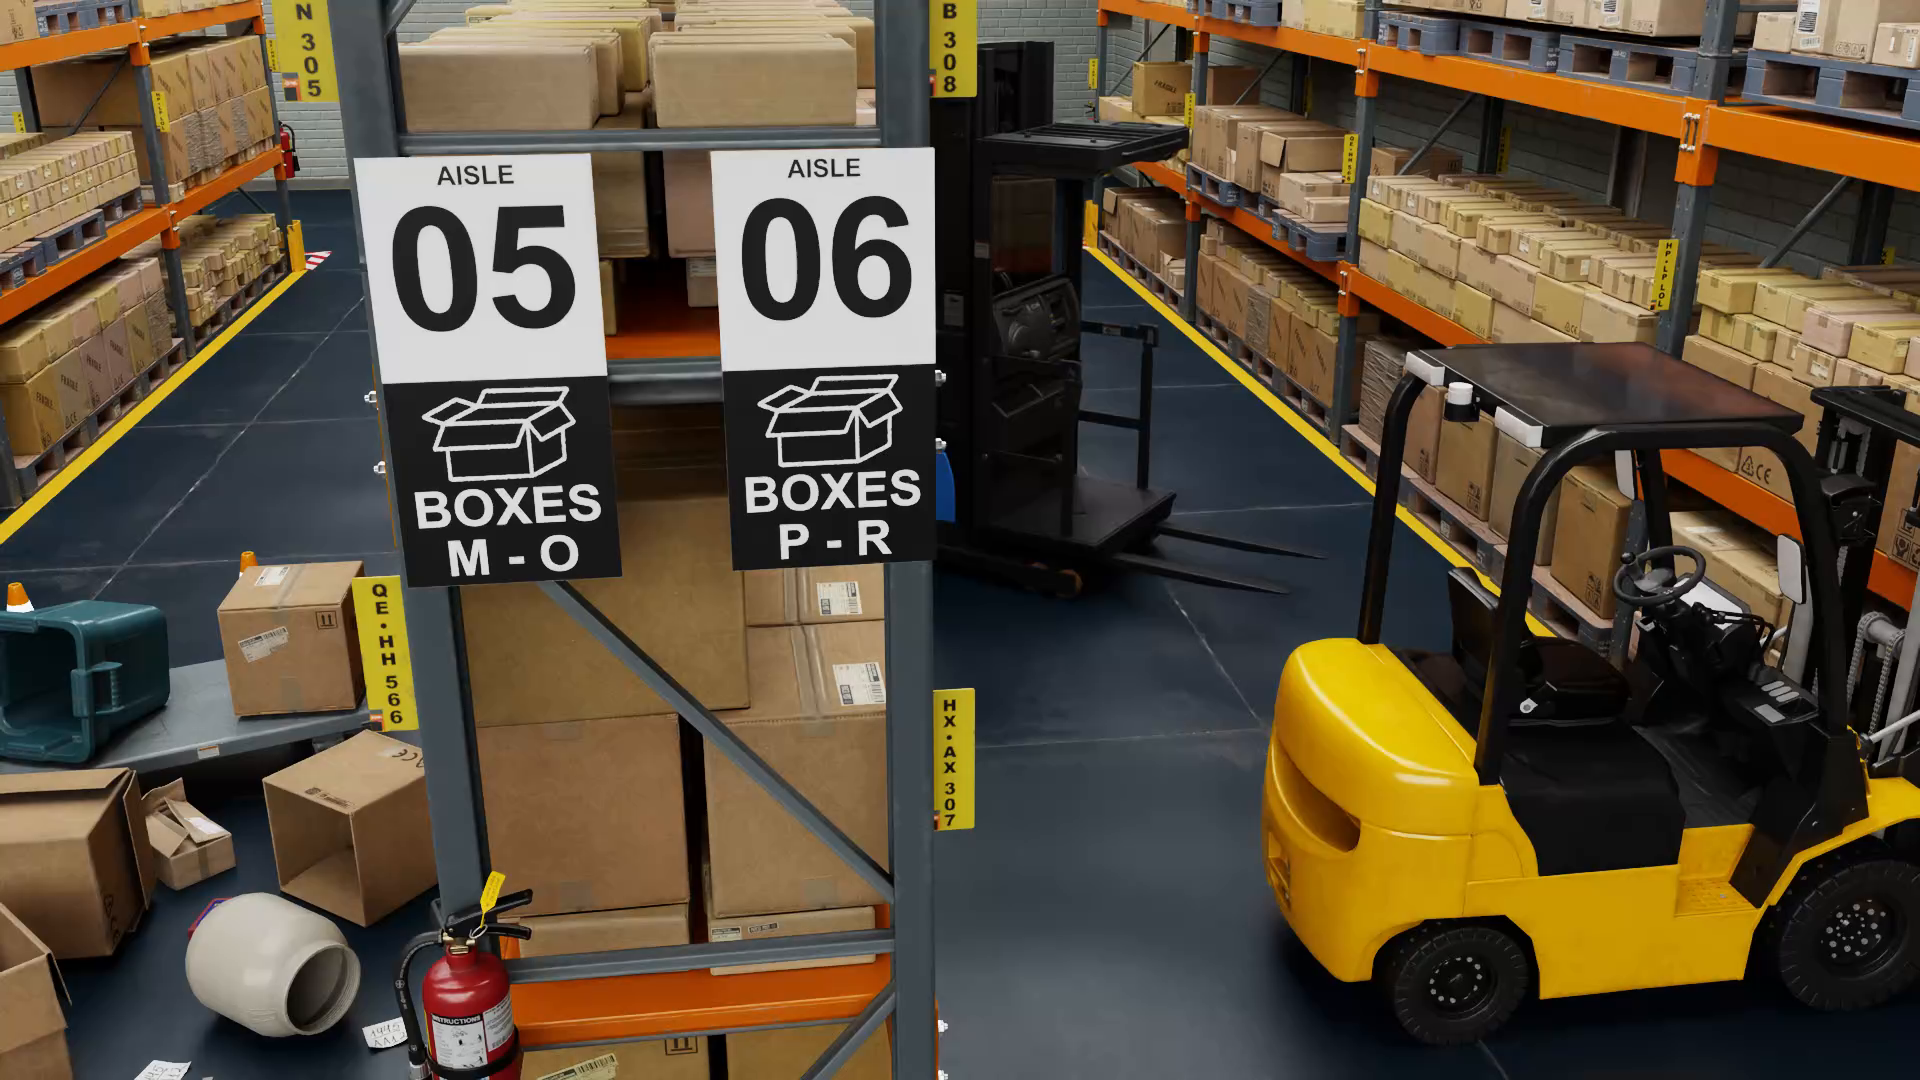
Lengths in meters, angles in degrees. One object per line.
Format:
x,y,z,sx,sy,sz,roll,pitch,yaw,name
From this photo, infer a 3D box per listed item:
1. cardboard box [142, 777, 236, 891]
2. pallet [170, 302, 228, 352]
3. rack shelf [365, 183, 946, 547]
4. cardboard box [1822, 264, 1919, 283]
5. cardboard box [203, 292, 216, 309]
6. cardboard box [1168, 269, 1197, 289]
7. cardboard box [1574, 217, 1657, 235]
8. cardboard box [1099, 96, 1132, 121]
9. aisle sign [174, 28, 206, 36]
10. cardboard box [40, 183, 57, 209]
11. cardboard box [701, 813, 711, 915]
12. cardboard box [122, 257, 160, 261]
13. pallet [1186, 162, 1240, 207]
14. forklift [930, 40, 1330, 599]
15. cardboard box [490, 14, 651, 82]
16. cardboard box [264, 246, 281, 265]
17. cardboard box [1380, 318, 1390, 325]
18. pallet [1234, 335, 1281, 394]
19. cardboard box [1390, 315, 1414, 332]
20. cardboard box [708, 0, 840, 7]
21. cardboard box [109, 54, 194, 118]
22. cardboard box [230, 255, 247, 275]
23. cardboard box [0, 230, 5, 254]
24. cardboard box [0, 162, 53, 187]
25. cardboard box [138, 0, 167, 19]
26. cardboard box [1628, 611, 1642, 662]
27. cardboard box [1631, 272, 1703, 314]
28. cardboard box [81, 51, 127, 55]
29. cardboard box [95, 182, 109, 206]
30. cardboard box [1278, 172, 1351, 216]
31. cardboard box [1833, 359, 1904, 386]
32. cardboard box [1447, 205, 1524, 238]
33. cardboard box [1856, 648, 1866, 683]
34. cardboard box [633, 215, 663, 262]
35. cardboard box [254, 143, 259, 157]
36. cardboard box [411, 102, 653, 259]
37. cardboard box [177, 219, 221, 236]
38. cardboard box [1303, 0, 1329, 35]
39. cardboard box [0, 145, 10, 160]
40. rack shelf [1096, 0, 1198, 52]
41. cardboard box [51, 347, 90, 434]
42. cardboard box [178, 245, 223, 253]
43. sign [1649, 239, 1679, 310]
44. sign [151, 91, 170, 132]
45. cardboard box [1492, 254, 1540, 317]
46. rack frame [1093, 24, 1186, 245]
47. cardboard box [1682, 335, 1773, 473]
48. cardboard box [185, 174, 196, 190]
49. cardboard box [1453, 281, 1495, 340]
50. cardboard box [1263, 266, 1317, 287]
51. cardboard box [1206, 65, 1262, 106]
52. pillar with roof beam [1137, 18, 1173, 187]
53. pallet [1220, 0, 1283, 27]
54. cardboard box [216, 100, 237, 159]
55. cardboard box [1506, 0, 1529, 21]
-3.139,1.179,6.681,0.396,0.266,0.258,17,27,39,cardboard box
-7.302,-1.902,15.008,1.003,0.211,1.213,-3,21,-8,pallet
-0.845,-0.868,4.995,1.077,0.370,4.000,-3,21,-8,rack shelf
4.123,-1.139,7.483,0.380,0.149,0.250,-3,21,-8,cardboard box
-7.030,-2.157,15.178,0.380,0.149,0.250,-3,21,-8,cardboard box
2.254,-2.553,16.240,0.380,0.149,0.250,-4,21,-9,cardboard box
3.766,-1.758,9.565,0.380,0.149,0.250,-3,21,-7,cardboard box
1.847,-4.797,18.563,0.500,0.250,0.500,-3,21,-7,cardboard box
-8.054,-5.591,17.182,0.394,0.787,0.004,-3,21,-8,aisle sign
-6.651,-2.435,11.781,0.380,0.149,0.250,-3,21,-8,cardboard box
-0.451,0.795,4.159,0.380,0.149,0.250,-3,21,-7,cardboard box
-7.558,-2.494,15.230,0.380,0.149,0.250,-2,21,-6,cardboard box
2.632,-3.142,14.616,1.003,0.211,1.213,-3,21,-8,pallet
0.617,-1.253,9.382,3.031,2.935,1.130,12,24,29,forklift
-0.965,-1.225,4.141,0.380,0.149,0.250,-3,21,-8,cardboard box
-7.327,-2.968,17.351,0.380,0.149,0.250,-2,21,-6,cardboard box
3.367,-1.486,12.880,0.500,0.500,0.500,-3,21,-8,cardboard box
2.959,-1.505,13.943,1.003,0.211,1.213,-3,21,-8,pallet
3.435,-1.655,12.406,0.380,0.149,0.250,-2,21,-5,cardboard box
-0.553,-1.523,4.939,0.380,0.149,0.250,-3,21,-7,cardboard box
-7.084,-3.980,14.587,0.500,0.500,0.500,-4,21,-9,cardboard box
-7.138,-2.653,16.081,0.380,0.149,0.250,-3,21,-7,cardboard box
-6.497,-1.930,10.855,0.380,0.149,0.250,-2,21,-5,cardboard box
-6.659,-2.575,11.733,0.380,0.149,0.250,-2,21,-6,cardboard box
-6.975,-4.486,13.868,0.500,0.250,0.500,-2,21,-5,cardboard box
3.520,0.531,7.836,0.500,0.250,0.500,-3,21,-7,cardboard box
3.509,-1.202,8.077,0.380,0.149,0.250,-2,21,-6,cardboard box
-7.645,-4.138,15.011,0.500,0.500,0.500,-2,21,-6,cardboard box
-6.809,-2.666,12.826,0.380,0.149,0.250,-4,21,-11,cardboard box
2.729,-2.605,12.517,0.500,0.250,0.500,-4,21,-10,cardboard box
3.667,-0.613,6.500,0.380,0.149,0.250,-3,21,-8,cardboard box
3.153,-1.908,9.968,0.380,0.149,0.250,-2,21,-7,cardboard box
3.752,0.593,6.241,0.500,0.250,0.500,-3,21,-9,cardboard box
-0.928,-0.774,4.073,0.380,0.149,0.250,-3,21,-7,cardboard box
-7.370,-3.972,16.924,0.380,0.149,0.250,-3,21,-8,cardboard box
-0.897,-0.746,3.427,0.500,0.250,0.500,-3,21,-8,cardboard box
-7.848,-3.215,17.160,0.380,0.149,0.250,-3,21,-7,cardboard box
2.814,-3.804,12.040,0.500,0.250,0.500,-3,21,-8,cardboard box
-7.454,-2.904,12.614,0.380,0.149,0.250,-3,21,-8,cardboard box
2.337,-5.275,16.793,1.077,0.370,4.000,-3,21,-8,rack shelf
-6.519,-1.050,11.713,0.500,0.500,0.500,-3,21,-7,cardboard box
-7.218,-2.702,15.789,0.380,0.149,0.250,-4,21,-10,cardboard box
3.243,-1.219,7.651,0.100,0.325,0.005,-3,21,-8,sign
-6.621,-3.549,13.778,0.100,0.325,0.005,-3,21,-8,sign
3.305,-1.420,9.232,0.500,0.250,0.500,-3,21,-7,cardboard box
2.049,-4.899,19.046,1.000,3.000,0.127,-3,21,-8,rack frame
3.584,-0.624,7.458,0.500,0.500,0.500,-3,21,-9,cardboard box
-7.121,-3.244,14.975,0.380,0.149,0.250,-4,21,-10,cardboard box
3.246,-1.361,9.787,0.500,0.250,0.500,-2,21,-6,cardboard box
2.732,-2.165,13.771,0.380,0.149,0.250,-3,21,-8,cardboard box
2.674,-4.464,16.597,0.500,0.500,0.500,-3,21,-9,cardboard box
-1.708,-8.471,20.036,9.100,9.000,0.400,-3,21,-8,pillar with roof beam
2.802,-4.243,13.271,1.213,0.211,1.003,-3,21,-8,pallet
-7.214,-3.879,15.748,0.500,0.500,0.500,-2,21,-5,cardboard box
3.208,-2.908,9.043,0.380,0.149,0.250,-3,21,-8,cardboard box
